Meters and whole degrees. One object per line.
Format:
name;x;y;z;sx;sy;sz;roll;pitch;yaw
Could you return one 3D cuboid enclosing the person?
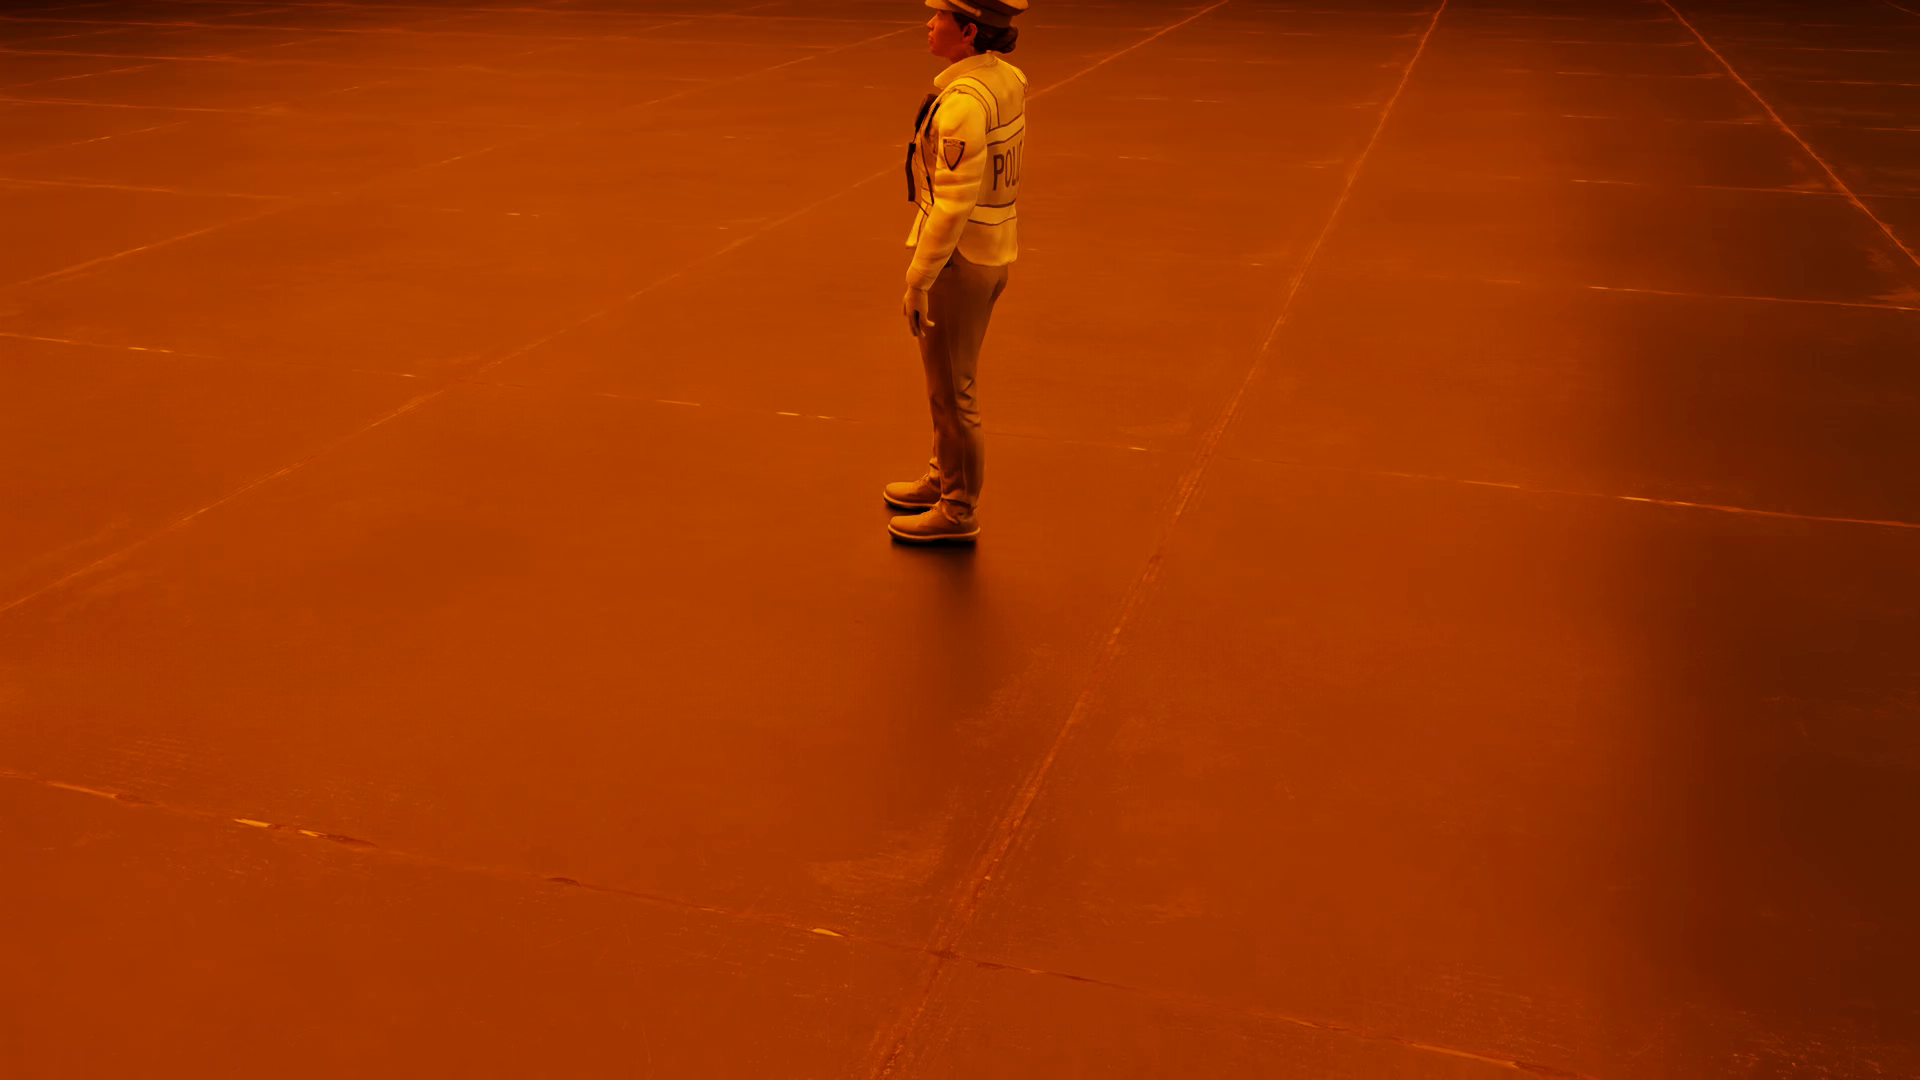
person;-0.064;-0.800;4.820;0.530;1.694;0.586;7;23;16
